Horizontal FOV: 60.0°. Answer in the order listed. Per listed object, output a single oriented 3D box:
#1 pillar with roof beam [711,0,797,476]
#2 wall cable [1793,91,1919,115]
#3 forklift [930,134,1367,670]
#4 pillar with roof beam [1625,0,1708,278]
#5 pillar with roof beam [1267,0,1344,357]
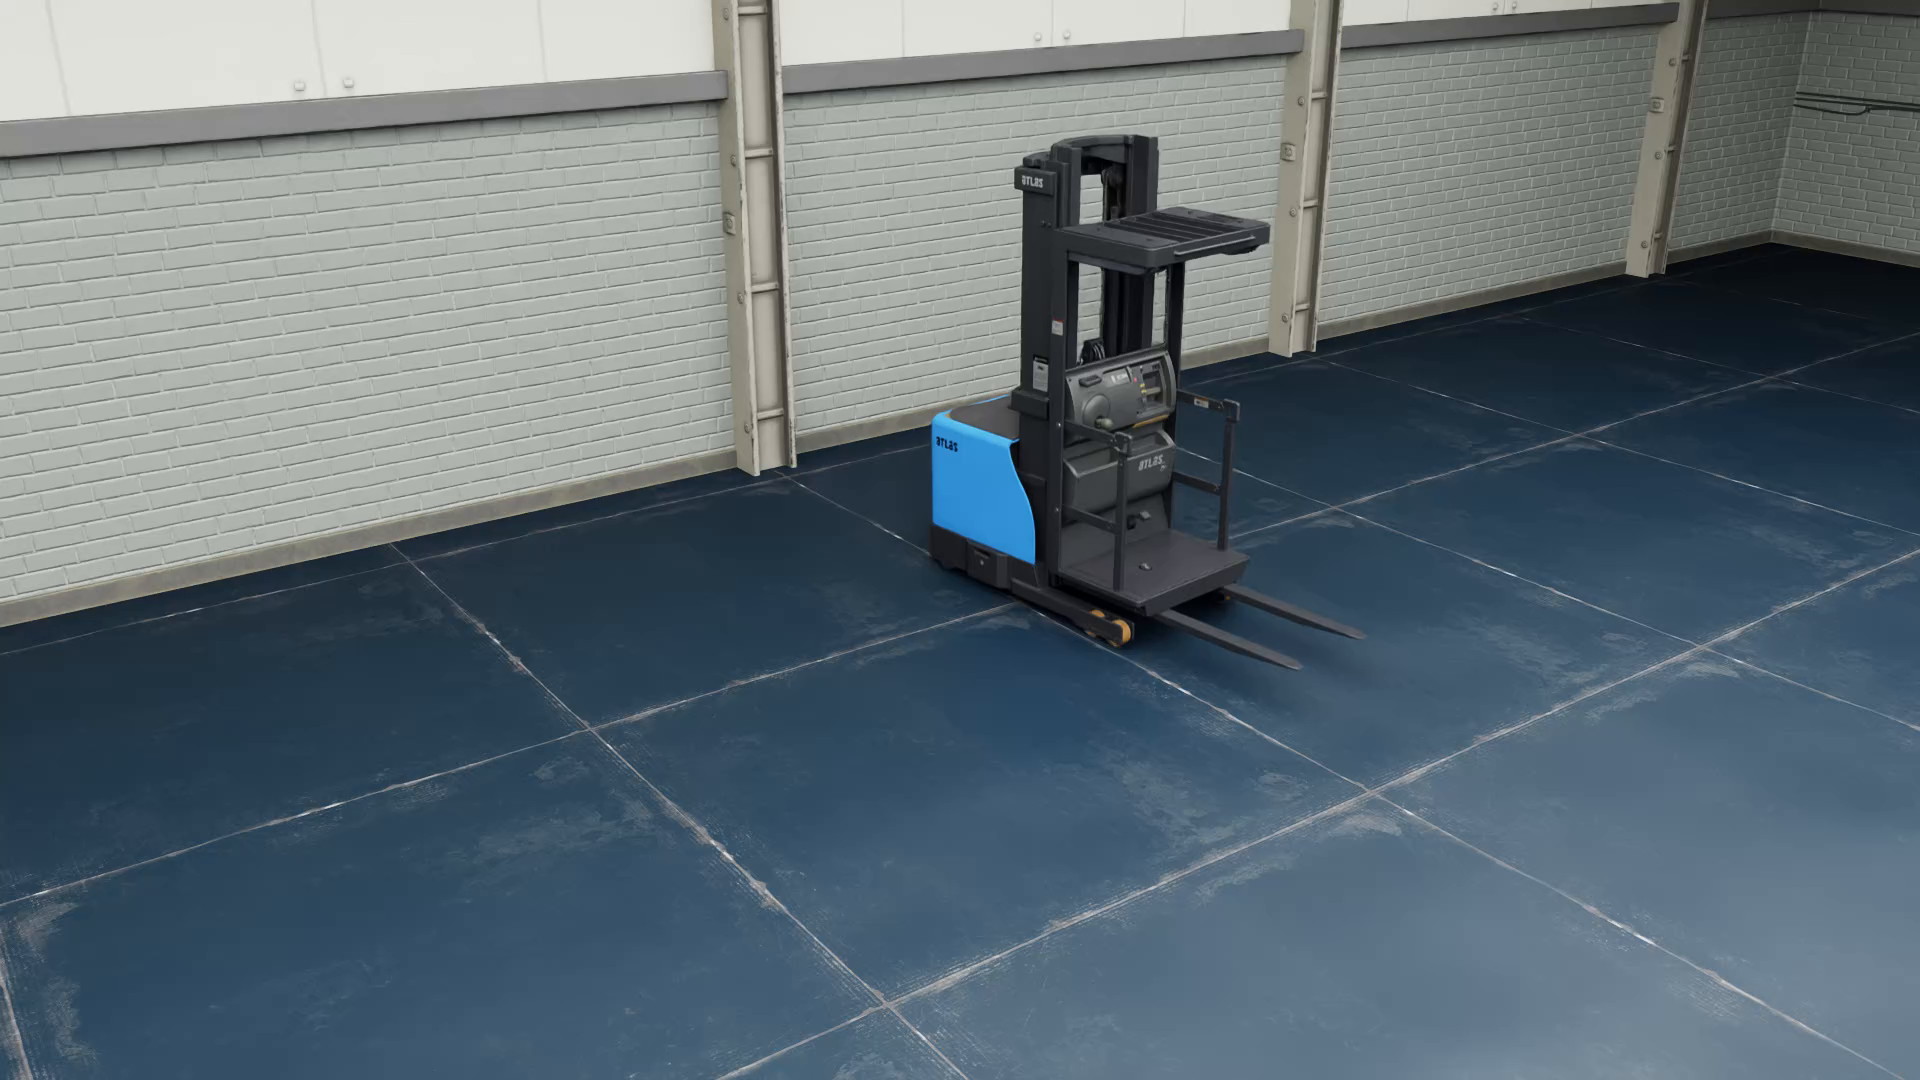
[{"bbox_3d":[0.955,-3.478,8.471,0.400,9.000,9.100,-15,26,-33],"label":"pillar with roof beam"},{"bbox_3d":[11.346,-6.168,19.403,0.112,2.526,3.097,-15,26,-33],"label":"wall cable"},{"bbox_3d":[1.155,-0.917,10.240,1.130,2.935,3.031,-19,28,-39],"label":"forklift"},{"bbox_3d":[10.696,-6.076,14.980,0.400,9.000,9.100,-15,26,-33],"label":"pillar with roof beam"},{"bbox_3d":[5.826,-4.777,11.726,0.400,9.000,9.100,-15,26,-33],"label":"pillar with roof beam"}]
